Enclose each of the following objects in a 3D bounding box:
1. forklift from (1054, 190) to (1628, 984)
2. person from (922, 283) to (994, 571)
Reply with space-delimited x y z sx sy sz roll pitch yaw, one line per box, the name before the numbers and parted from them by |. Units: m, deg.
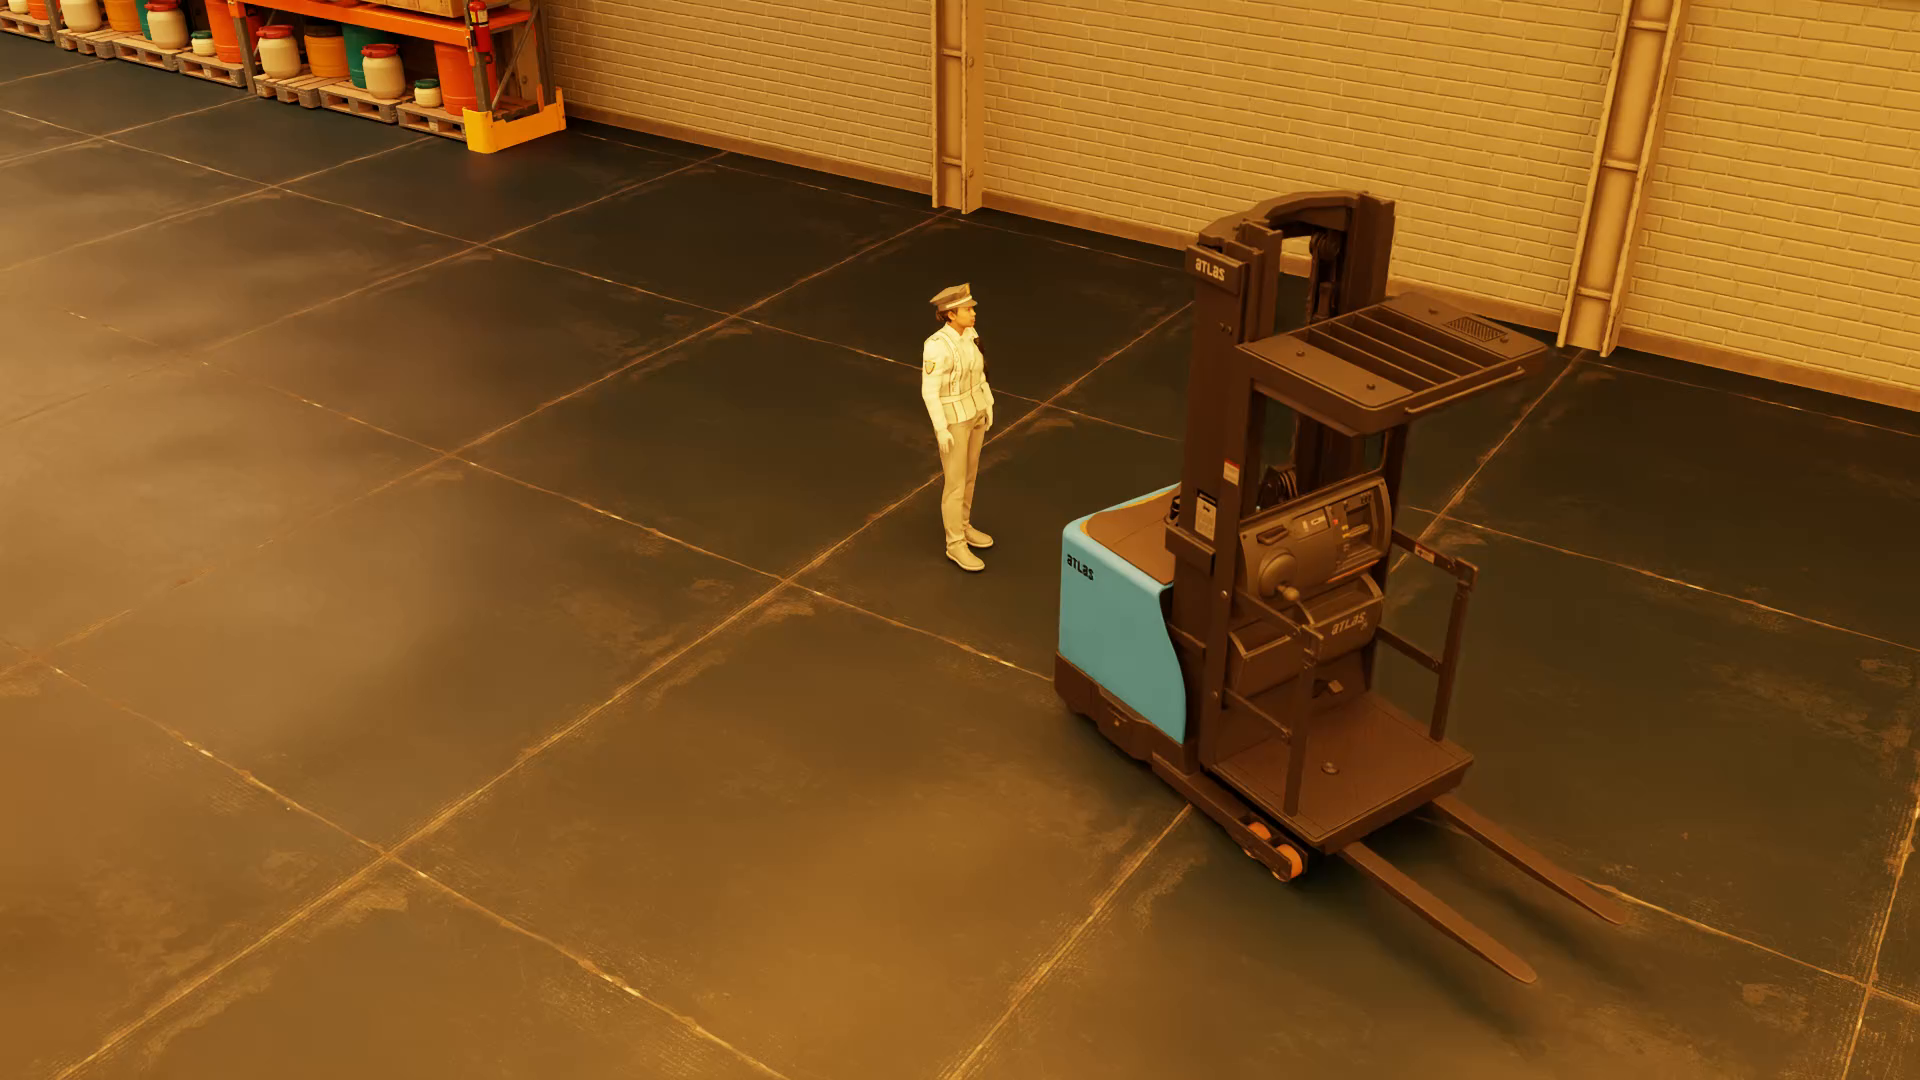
forklift | 1.764 0.046 7.502 1.130 2.935 3.031 -19 35 -30
person | 0.052 -0.717 10.034 0.533 1.696 0.588 19 35 29
